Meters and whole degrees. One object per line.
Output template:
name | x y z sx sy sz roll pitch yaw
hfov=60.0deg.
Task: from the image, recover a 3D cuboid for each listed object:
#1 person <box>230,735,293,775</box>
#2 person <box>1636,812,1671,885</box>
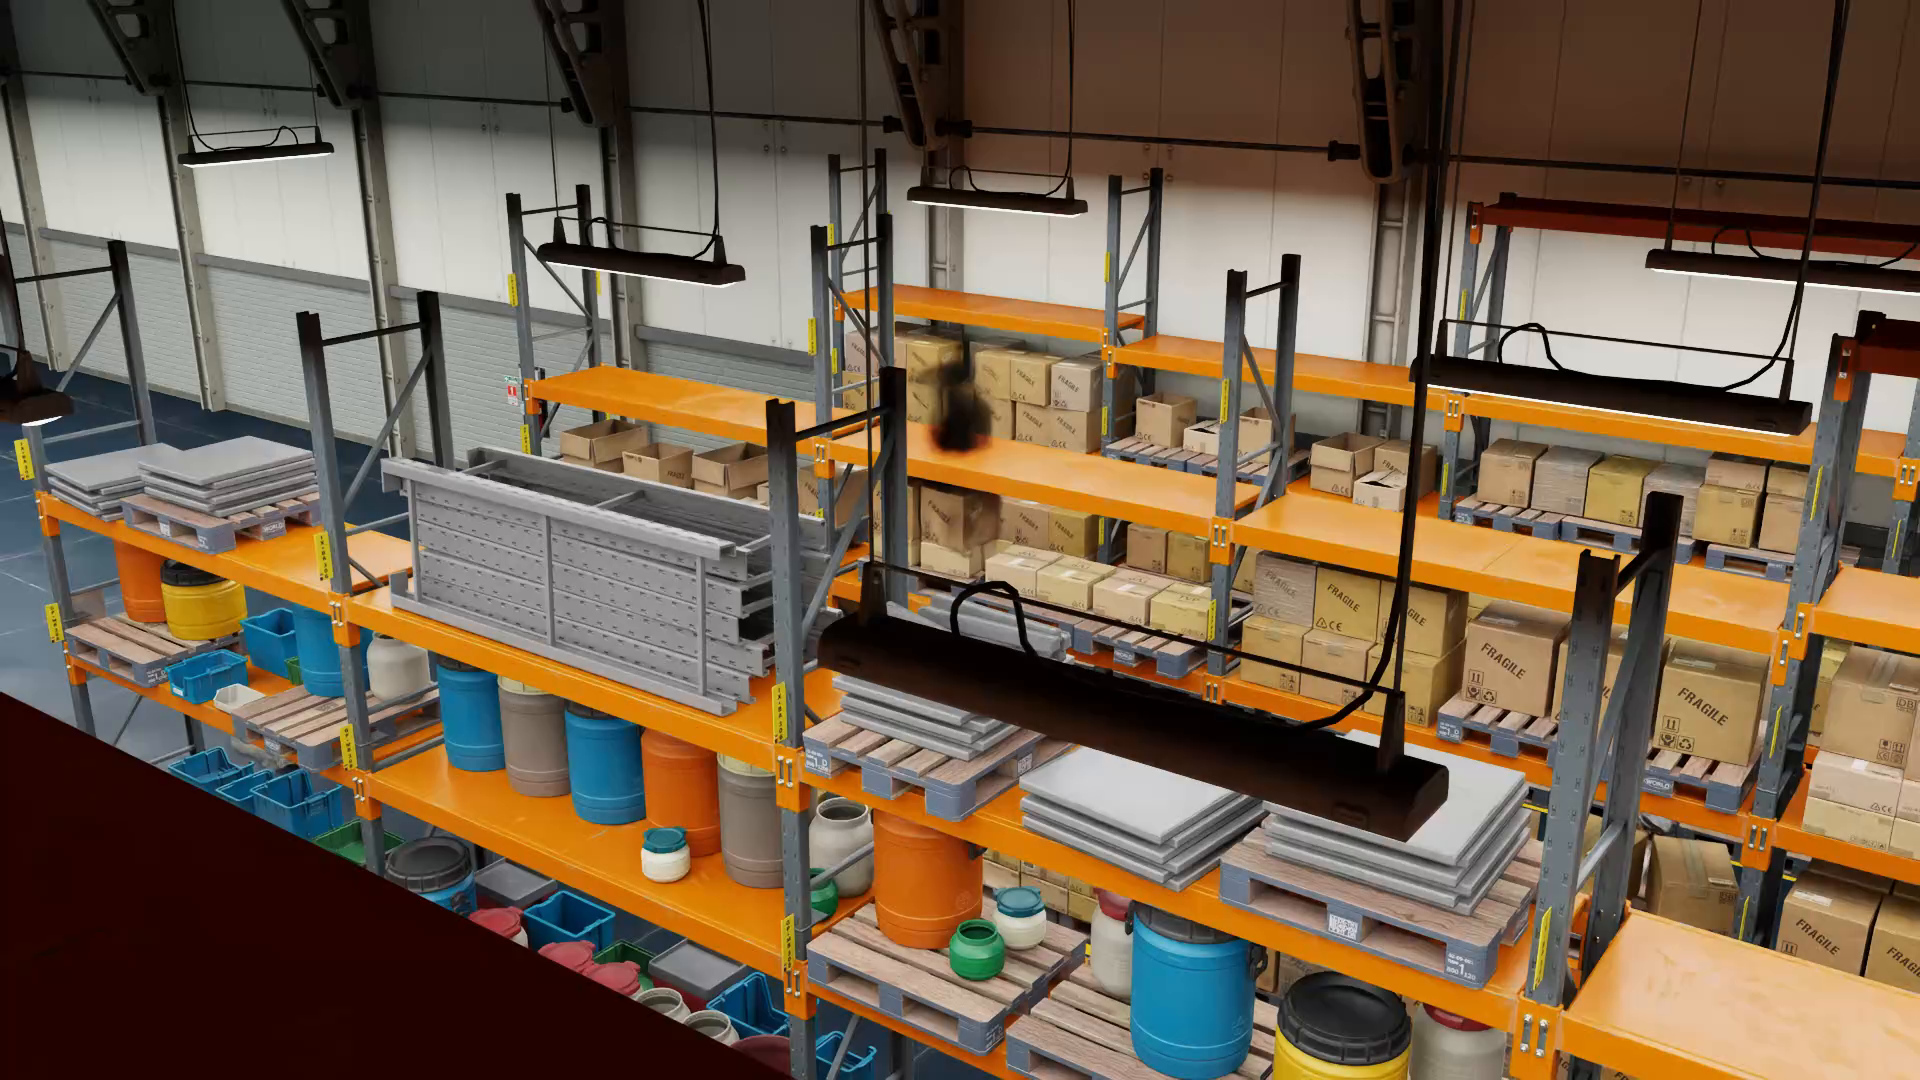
person | -7.462 1.754 17.396 0.870 1.562 0.599 -15 24 -38
person | 5.533 2.953 13.635 0.694 1.717 0.581 10 21 28
